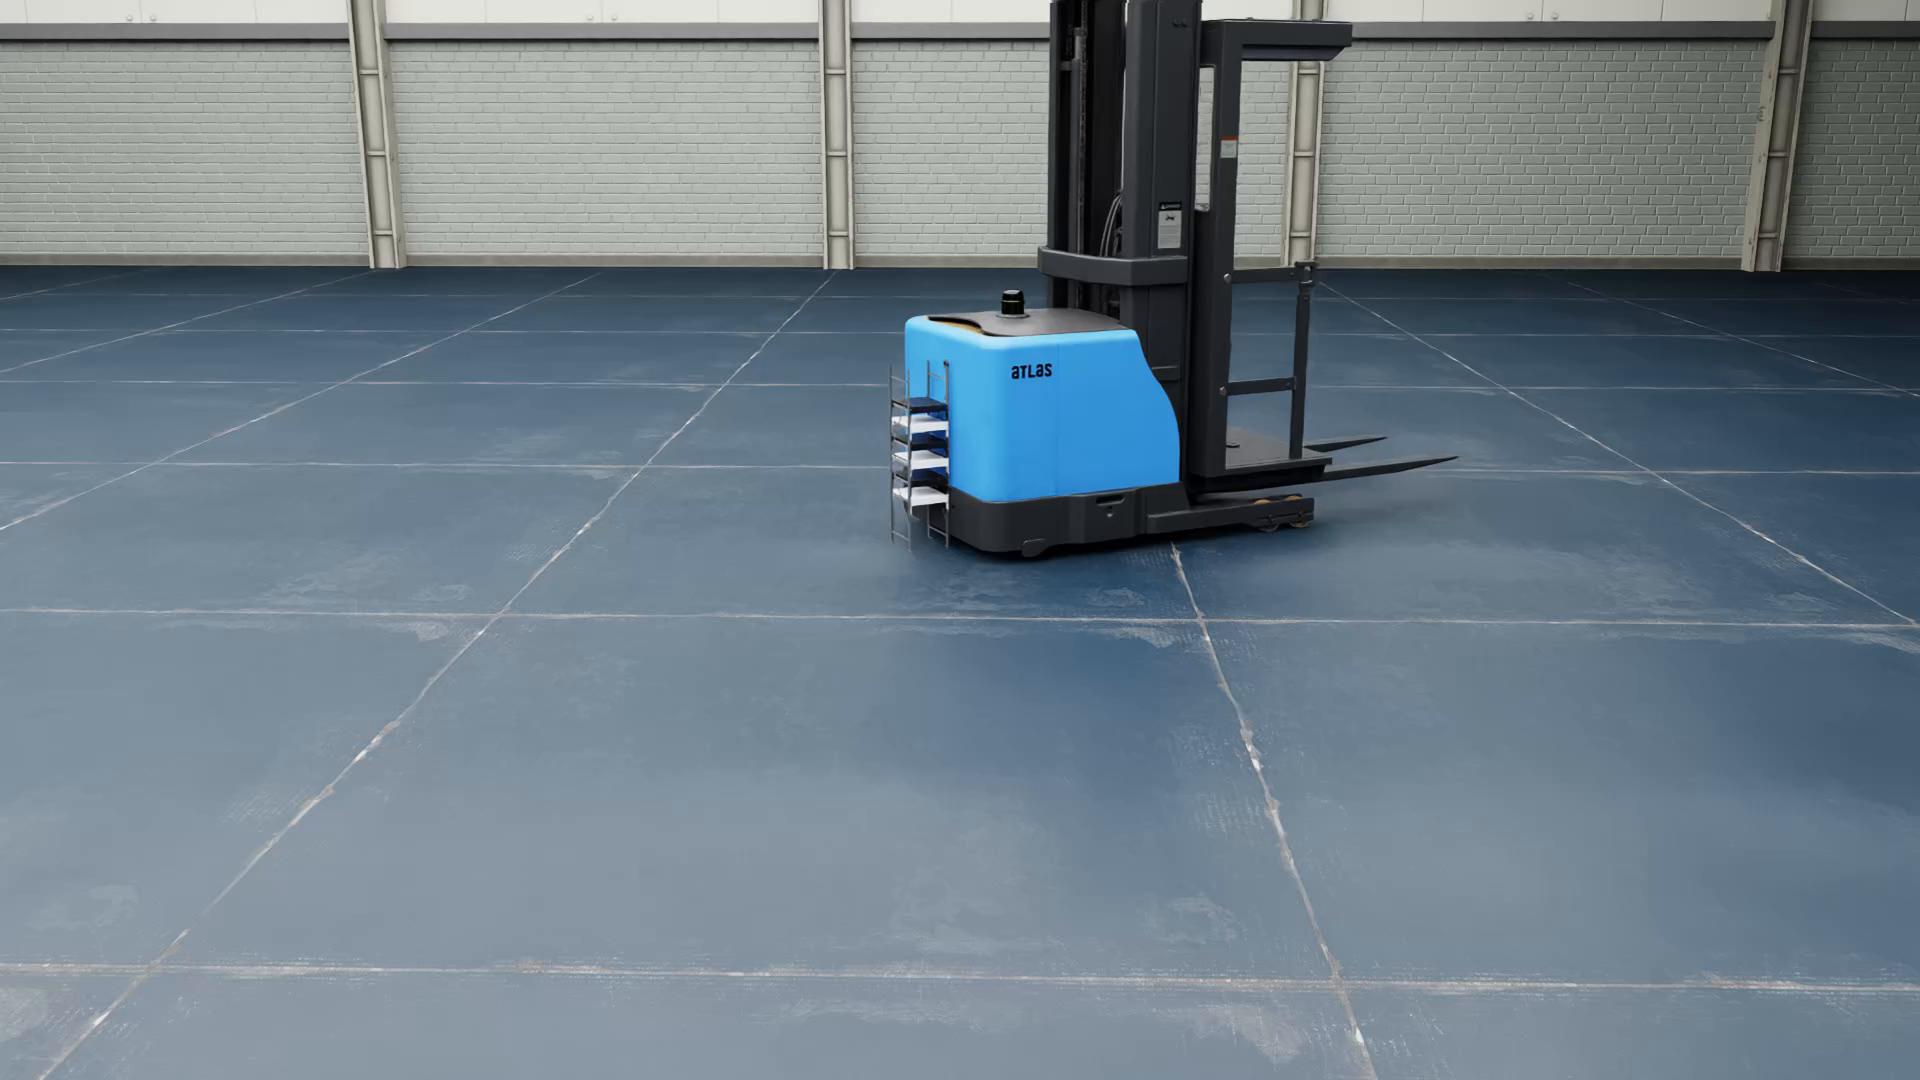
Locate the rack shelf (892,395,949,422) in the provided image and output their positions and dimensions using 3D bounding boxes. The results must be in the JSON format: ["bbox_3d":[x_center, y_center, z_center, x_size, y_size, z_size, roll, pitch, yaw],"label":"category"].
[{"bbox_3d":[-0.200,-0.637,8.063,0.200,0.077,0.258,-7,16,-25],"label":"rack shelf"}]

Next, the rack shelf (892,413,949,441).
[{"bbox_3d":[-0.200,-0.550,8.086,0.200,0.077,0.258,-7,16,-25],"label":"rack shelf"}]

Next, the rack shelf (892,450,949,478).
[{"bbox_3d":[-0.200,-0.376,8.132,0.200,0.077,0.258,-7,16,-25],"label":"rack shelf"}]

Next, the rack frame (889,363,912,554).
[{"bbox_3d":[-0.292,-0.397,8.080,0.006,0.900,0.240,-7,16,-25],"label":"rack frame"}]

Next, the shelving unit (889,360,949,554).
[{"bbox_3d":[-0.200,-0.408,8.124,0.210,0.900,0.258,-7,16,-25],"label":"shelving unit"}]

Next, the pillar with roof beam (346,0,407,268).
[{"bbox_3d":[-7.695,-6.879,16.772,0.400,9.000,9.100,0,15,1],"label":"pillar with roof beam"}]

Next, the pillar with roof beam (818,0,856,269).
[{"bbox_3d":[-1.697,-6.839,16.623,0.400,9.000,9.100,0,15,1],"label":"pillar with roof beam"}]

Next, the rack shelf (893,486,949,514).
[{"bbox_3d":[-0.200,-0.202,8.178,0.200,0.077,0.258,-7,16,-25],"label":"rack shelf"}]

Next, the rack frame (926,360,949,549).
[{"bbox_3d":[-0.109,-0.420,8.167,0.006,0.900,0.240,-7,16,-25],"label":"rack frame"}]

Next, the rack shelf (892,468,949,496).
[{"bbox_3d":[-0.200,-0.289,8.155,0.200,0.077,0.258,-7,16,-25],"label":"rack shelf"}]

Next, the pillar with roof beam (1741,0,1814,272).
[{"bbox_3d":[10.300,-6.761,16.327,0.400,9.000,9.100,0,15,1],"label":"pillar with roof beam"}]

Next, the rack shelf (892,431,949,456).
[{"bbox_3d":[-0.200,-0.463,8.109,0.200,0.077,0.258,-7,16,-25],"label":"rack shelf"}]

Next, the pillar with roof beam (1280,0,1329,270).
[{"bbox_3d":[4.302,-6.800,16.475,0.400,9.000,9.100,0,15,1],"label":"pillar with roof beam"}]

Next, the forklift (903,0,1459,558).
[{"bbox_3d":[1.262,-1.570,8.547,3.031,2.935,1.130,-7,16,-25],"label":"forklift"}]
